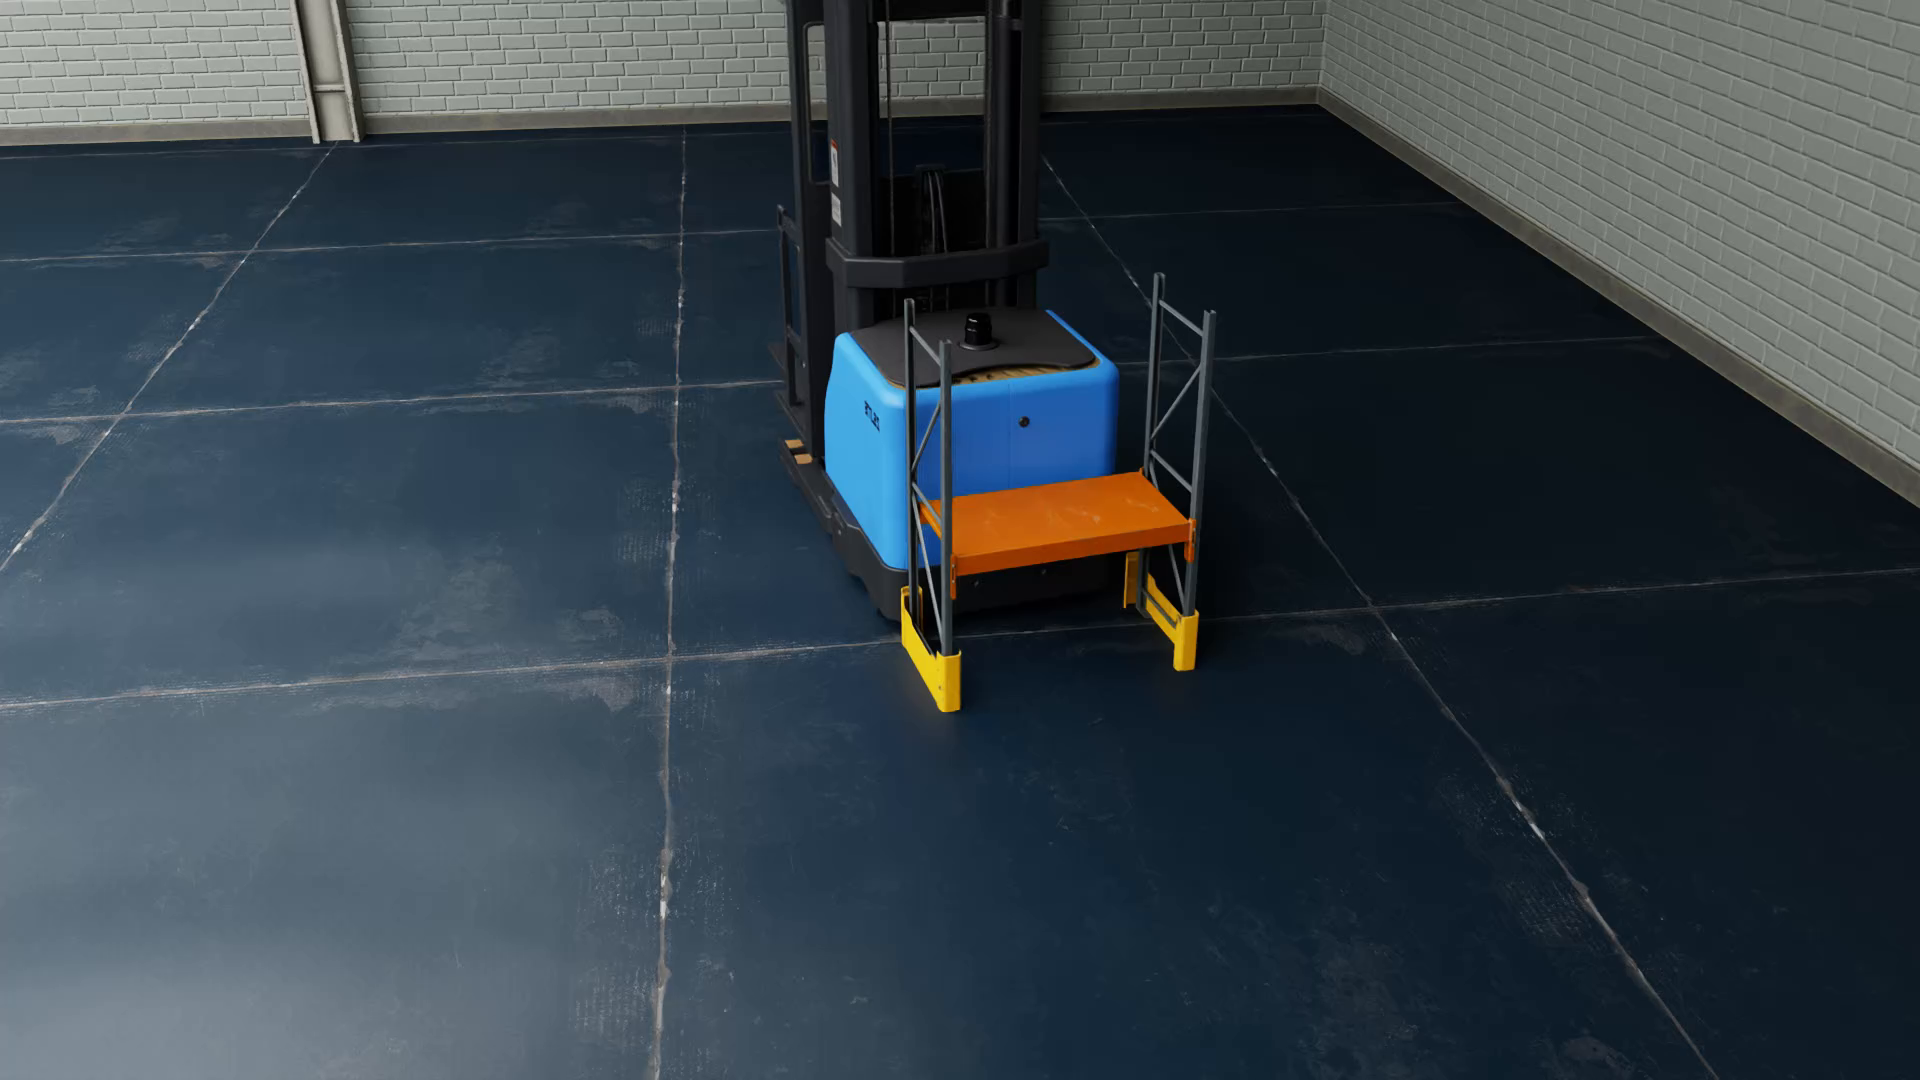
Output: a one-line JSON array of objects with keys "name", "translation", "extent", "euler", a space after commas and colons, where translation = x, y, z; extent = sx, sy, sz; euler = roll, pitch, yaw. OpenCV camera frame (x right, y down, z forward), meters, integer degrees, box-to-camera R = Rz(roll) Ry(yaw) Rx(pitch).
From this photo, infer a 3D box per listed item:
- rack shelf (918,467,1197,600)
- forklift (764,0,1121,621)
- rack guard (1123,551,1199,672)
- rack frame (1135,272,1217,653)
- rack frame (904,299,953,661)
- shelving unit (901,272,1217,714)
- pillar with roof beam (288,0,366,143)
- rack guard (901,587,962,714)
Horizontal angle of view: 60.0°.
[{"name": "rack shelf", "translation": [0.365, -0.037, 6.574], "extent": [1.000, 0.185, 0.538], "euler": [-8, 28, -16]}, {"name": "forklift", "translation": [-0.288, -1.616, 7.689], "extent": [1.130, 2.935, 3.031], "euler": [-9, 29, -17]}, {"name": "rack guard", "translation": [0.830, 0.290, 6.912], "extent": [0.087, 0.250, 0.587], "euler": [-8, 28, -16]}, {"name": "rack frame", "translation": [0.849, -0.269, 6.632], "extent": [0.032, 1.500, 0.500], "euler": [-8, 28, -16]}, {"name": "rack frame", "translation": [-0.118, -0.126, 6.352], "extent": [0.032, 1.500, 0.500], "euler": [-8, 28, -16]}, {"name": "shelving unit", "translation": [0.357, -0.196, 6.489], "extent": [1.083, 1.500, 0.587], "euler": [-8, 28, -16]}, {"name": "pillar with roof beam", "translation": [-4.859, -5.595, 8.797], "extent": [0.400, 9.000, 9.100], "euler": [-4, 27, -7]}, {"name": "rack guard", "translation": [-0.117, 0.430, 6.637], "extent": [0.087, 0.250, 0.587], "euler": [-8, 28, -16]}]
